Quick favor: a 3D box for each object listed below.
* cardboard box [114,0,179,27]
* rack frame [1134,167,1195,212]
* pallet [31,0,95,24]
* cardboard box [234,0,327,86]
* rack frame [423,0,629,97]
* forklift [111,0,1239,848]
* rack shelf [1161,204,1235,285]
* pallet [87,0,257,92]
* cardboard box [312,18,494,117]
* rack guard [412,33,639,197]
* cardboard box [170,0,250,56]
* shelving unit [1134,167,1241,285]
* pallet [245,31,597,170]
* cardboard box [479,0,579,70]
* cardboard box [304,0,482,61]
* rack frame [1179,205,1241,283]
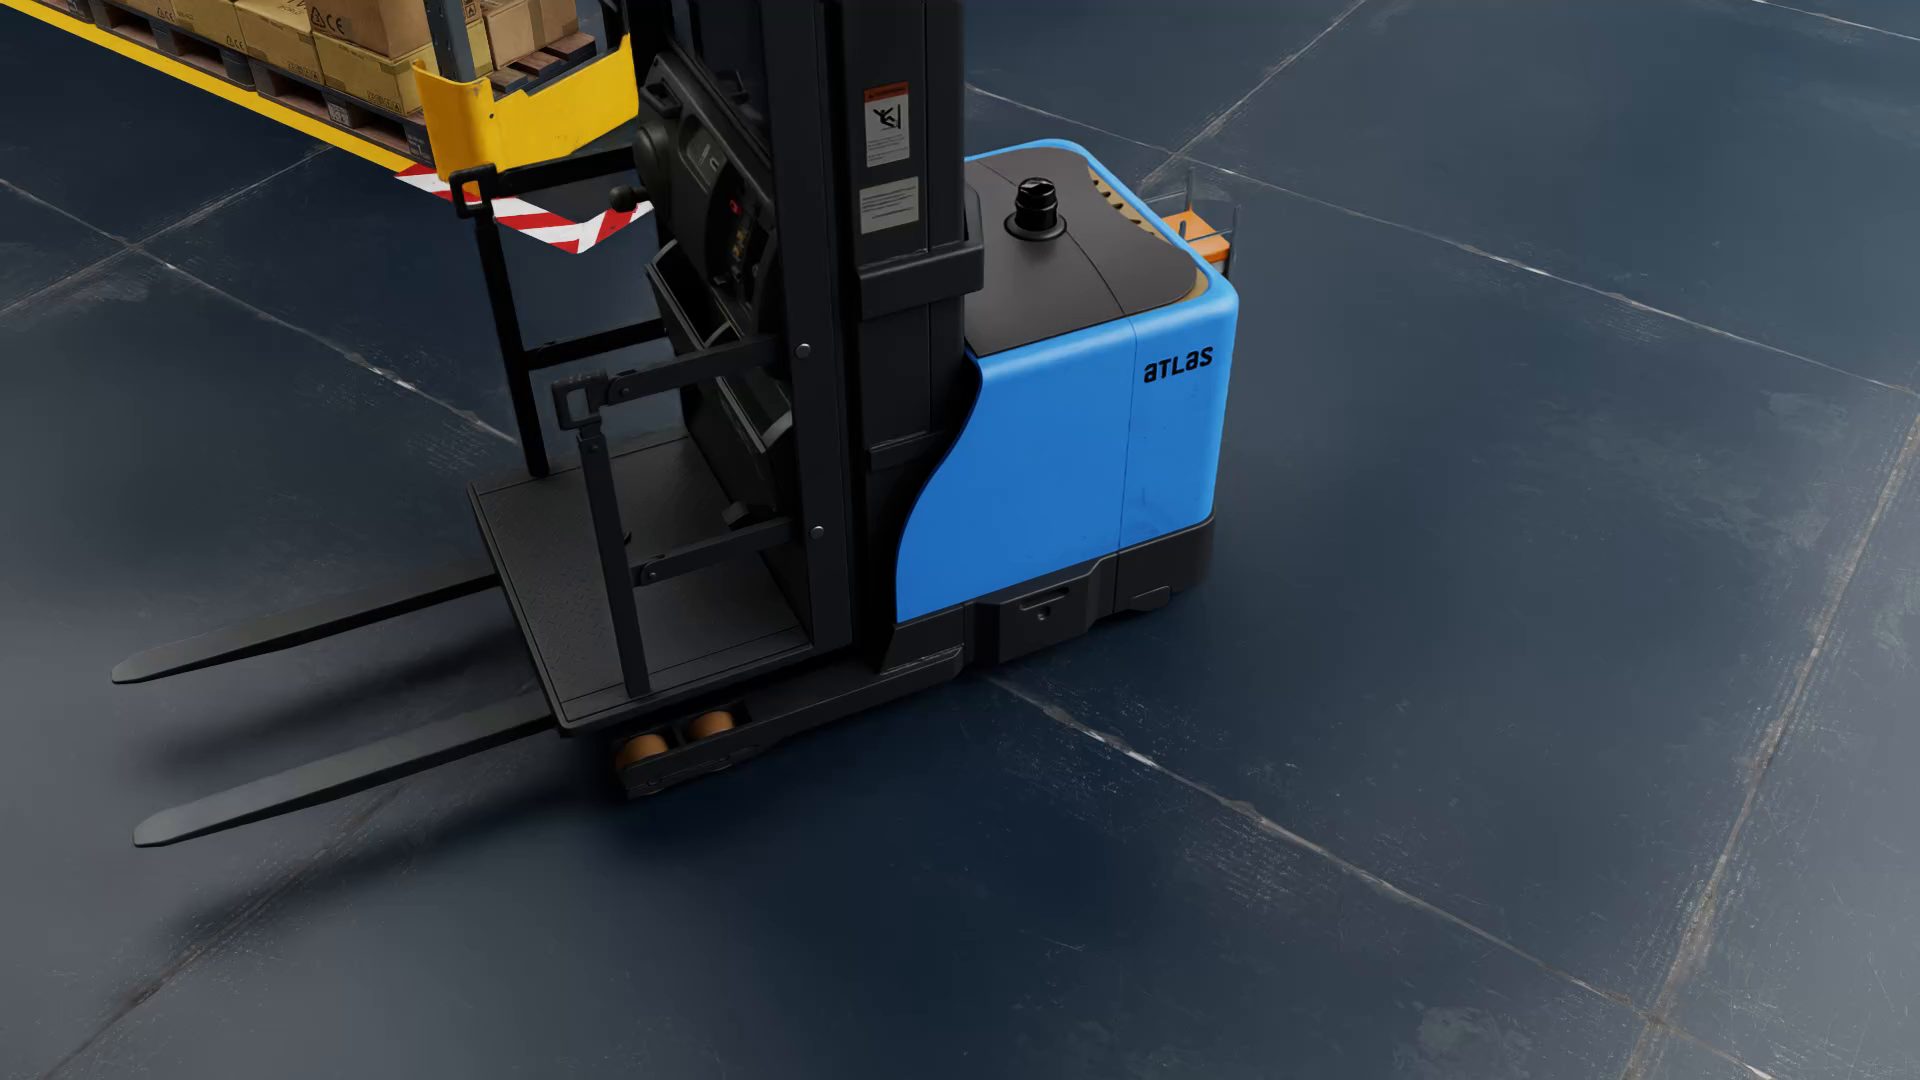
[{"bbox_3d":[-3.594,-2.641,7.699,0.500,0.250,0.500,25,48,25],"label":"cardboard box"},{"bbox_3d":[0.602,-0.678,5.220,0.200,1.050,0.008,-18,45,-19],"label":"rack frame"},{"bbox_3d":[-4.398,-3.062,8.514,1.213,0.211,1.003,25,48,25],"label":"pallet"},{"bbox_3d":[-2.776,-2.258,7.271,0.500,0.250,0.500,25,48,25],"label":"cardboard box"},{"bbox_3d":[-1.751,-2.897,6.238,0.127,3.000,1.000,25,48,25],"label":"rack frame"},{"bbox_3d":[-0.801,-0.809,3.957,3.031,2.935,1.130,-18,45,-19],"label":"forklift"},{"bbox_3d":[0.656,-0.808,4.956,0.215,0.259,0.240,-18,45,-19],"label":"rack shelf"},{"bbox_3d":[-3.395,-2.596,7.992,1.213,0.211,1.003,25,48,25],"label":"pallet"},{"bbox_3d":[-2.359,-2.073,7.064,0.500,0.250,0.500,25,48,25],"label":"cardboard box"},{"bbox_3d":[-1.731,-1.957,7.062,0.348,0.500,1.175,25,48,25],"label":"rack guard"},{"bbox_3d":[-3.186,-2.448,7.484,0.500,0.250,0.500,25,48,25],"label":"cardboard box"},{"bbox_3d":[0.656,-0.605,5.139,0.215,1.050,0.252,-18,45,-19],"label":"shelving unit"},{"bbox_3d":[-2.401,-2.128,7.470,1.213,0.211,1.003,25,48,25],"label":"pallet"},{"bbox_3d":[-2.062,-2.356,7.380,0.500,0.250,0.500,25,48,25],"label":"cardboard box"},{"bbox_3d":[-2.361,-2.351,6.813,0.500,0.500,0.500,25,48,25],"label":"cardboard box"},{"bbox_3d":[0.710,-0.532,5.057,0.200,1.050,0.008,-18,45,-19],"label":"rack frame"}]
